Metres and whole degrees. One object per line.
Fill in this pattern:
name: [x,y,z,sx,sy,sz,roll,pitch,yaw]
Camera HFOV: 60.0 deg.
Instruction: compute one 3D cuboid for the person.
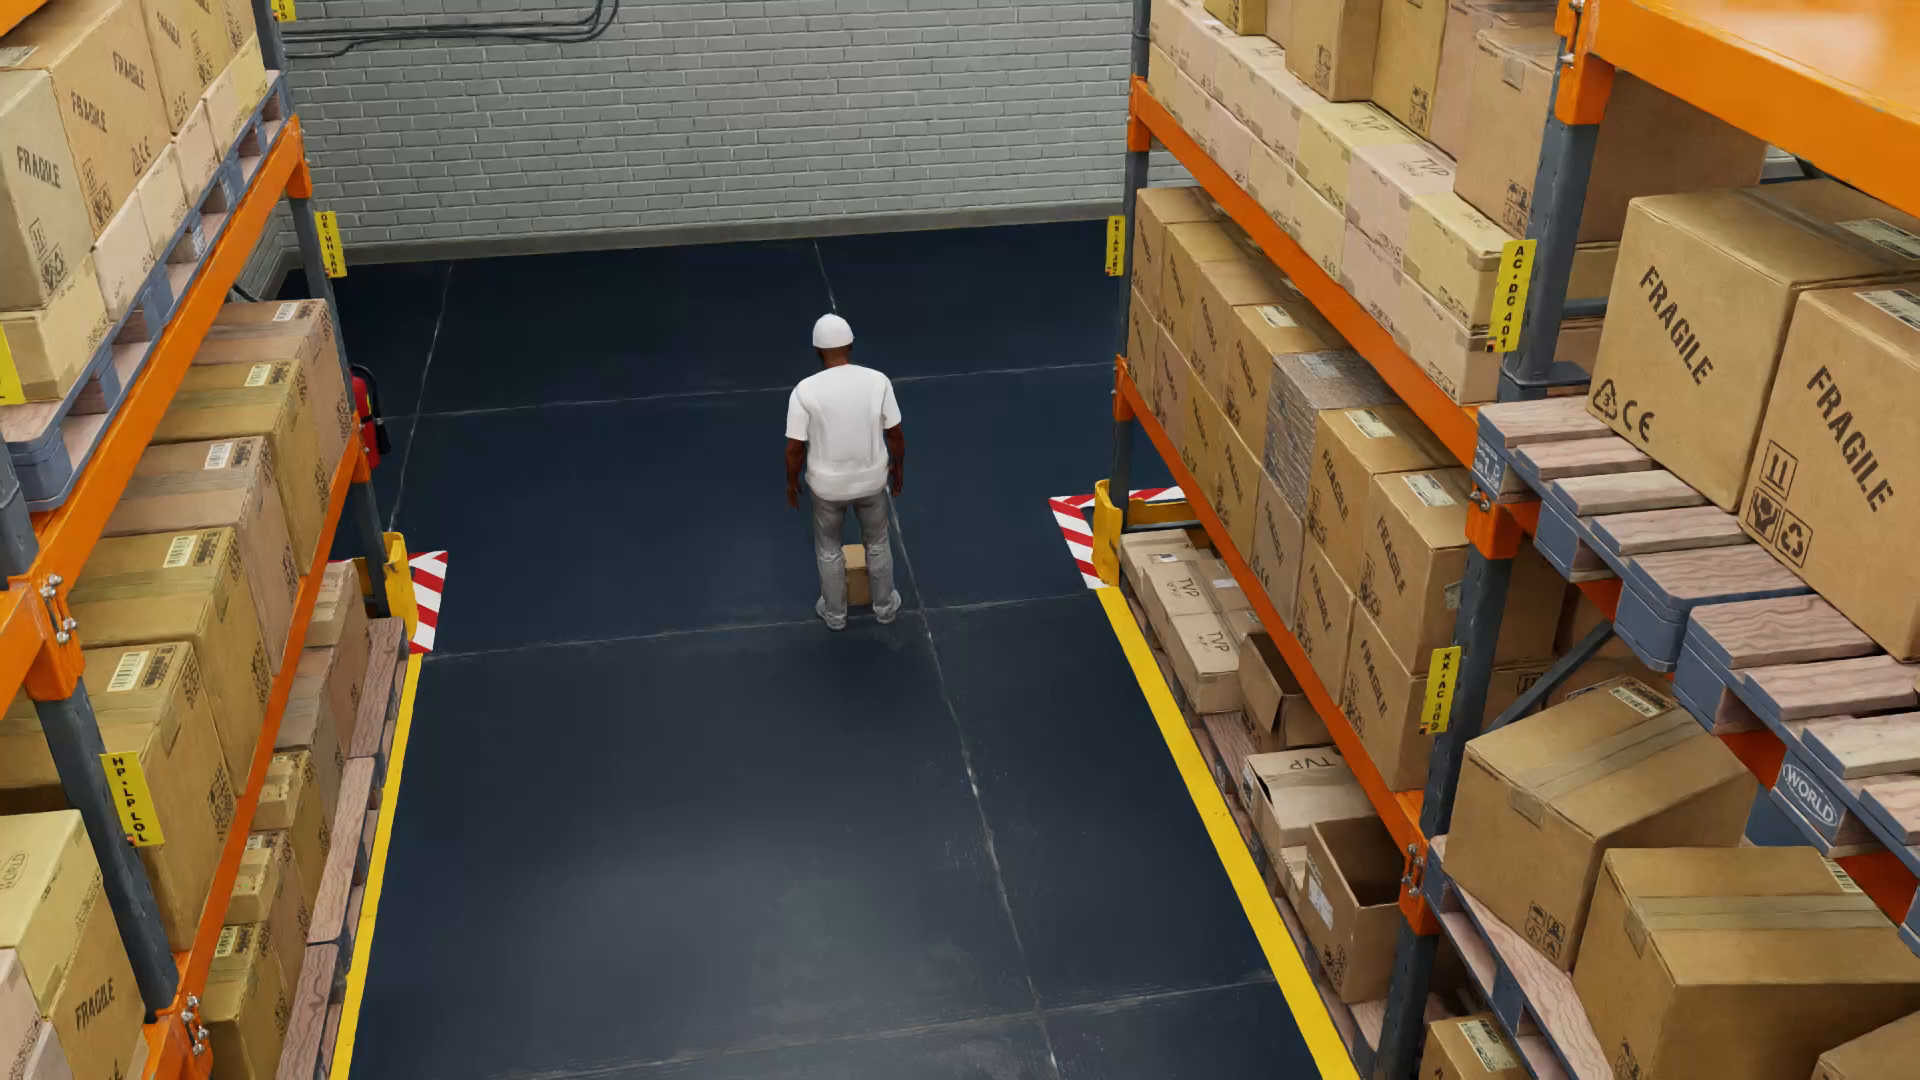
person: [-0.598,-0.335,8.690,0.633,1.759,0.462,-7,31,-12]
